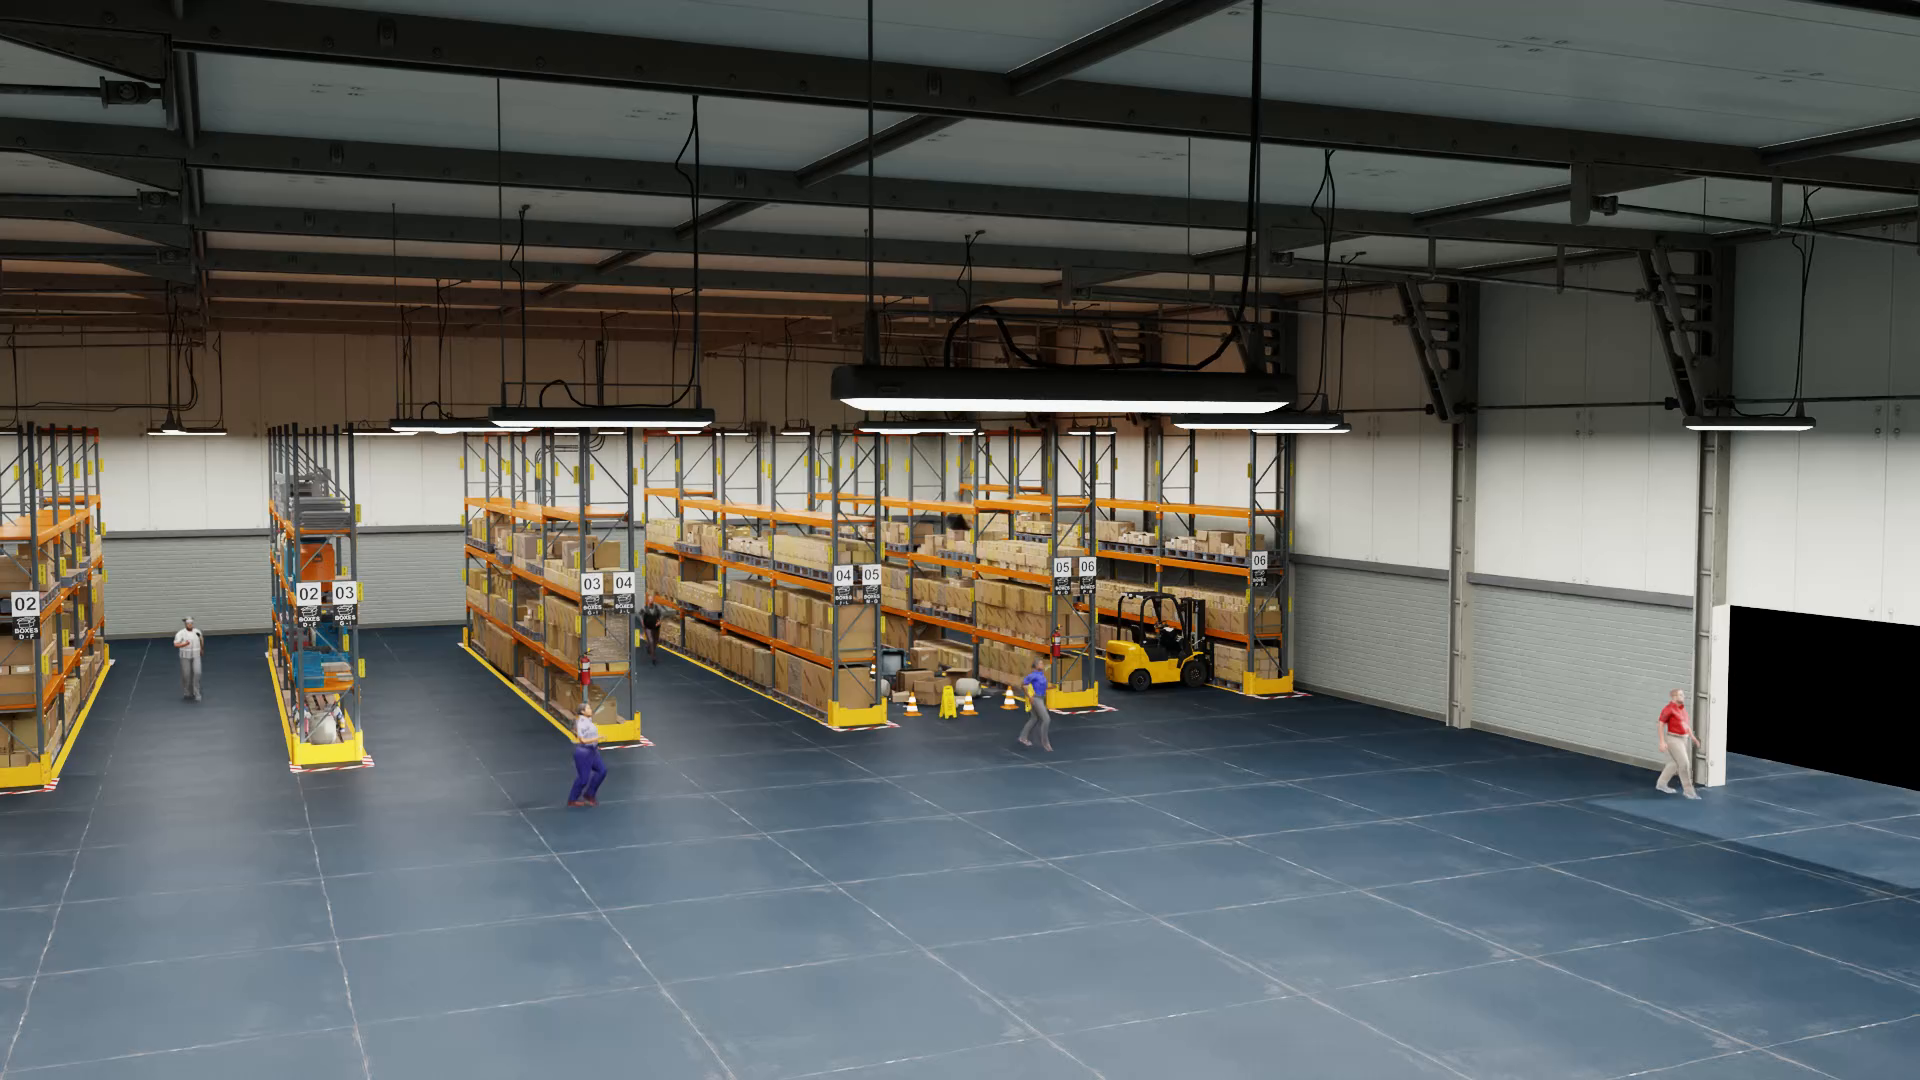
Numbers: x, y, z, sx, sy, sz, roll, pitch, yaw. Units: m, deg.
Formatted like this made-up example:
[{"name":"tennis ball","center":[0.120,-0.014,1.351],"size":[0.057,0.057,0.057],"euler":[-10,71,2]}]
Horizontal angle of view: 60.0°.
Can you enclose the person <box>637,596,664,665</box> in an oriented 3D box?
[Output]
[{"name":"person","center":[-7.879,2.290,42.521],"size":[0.629,1.721,1.104],"euler":[-2,4,-29]}]

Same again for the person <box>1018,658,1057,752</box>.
[{"name":"person","center":[1.416,3.028,30.559],"size":[0.778,1.719,0.549],"euler":[1,4,18]}]

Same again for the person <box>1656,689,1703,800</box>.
[{"name":"person","center":[11.568,3.269,26.673],"size":[0.631,1.747,0.819],"euler":[-3,5,-42]}]

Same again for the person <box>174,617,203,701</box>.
[{"name":"person","center":[-16.927,2.590,36.563],"size":[0.647,1.825,0.823],"euler":[-2,4,-36]}]

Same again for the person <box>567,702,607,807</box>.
[{"name":"person","center":[-5.756,3.340,25.735],"size":[0.661,1.676,0.586],"euler":[0,3,2]}]
